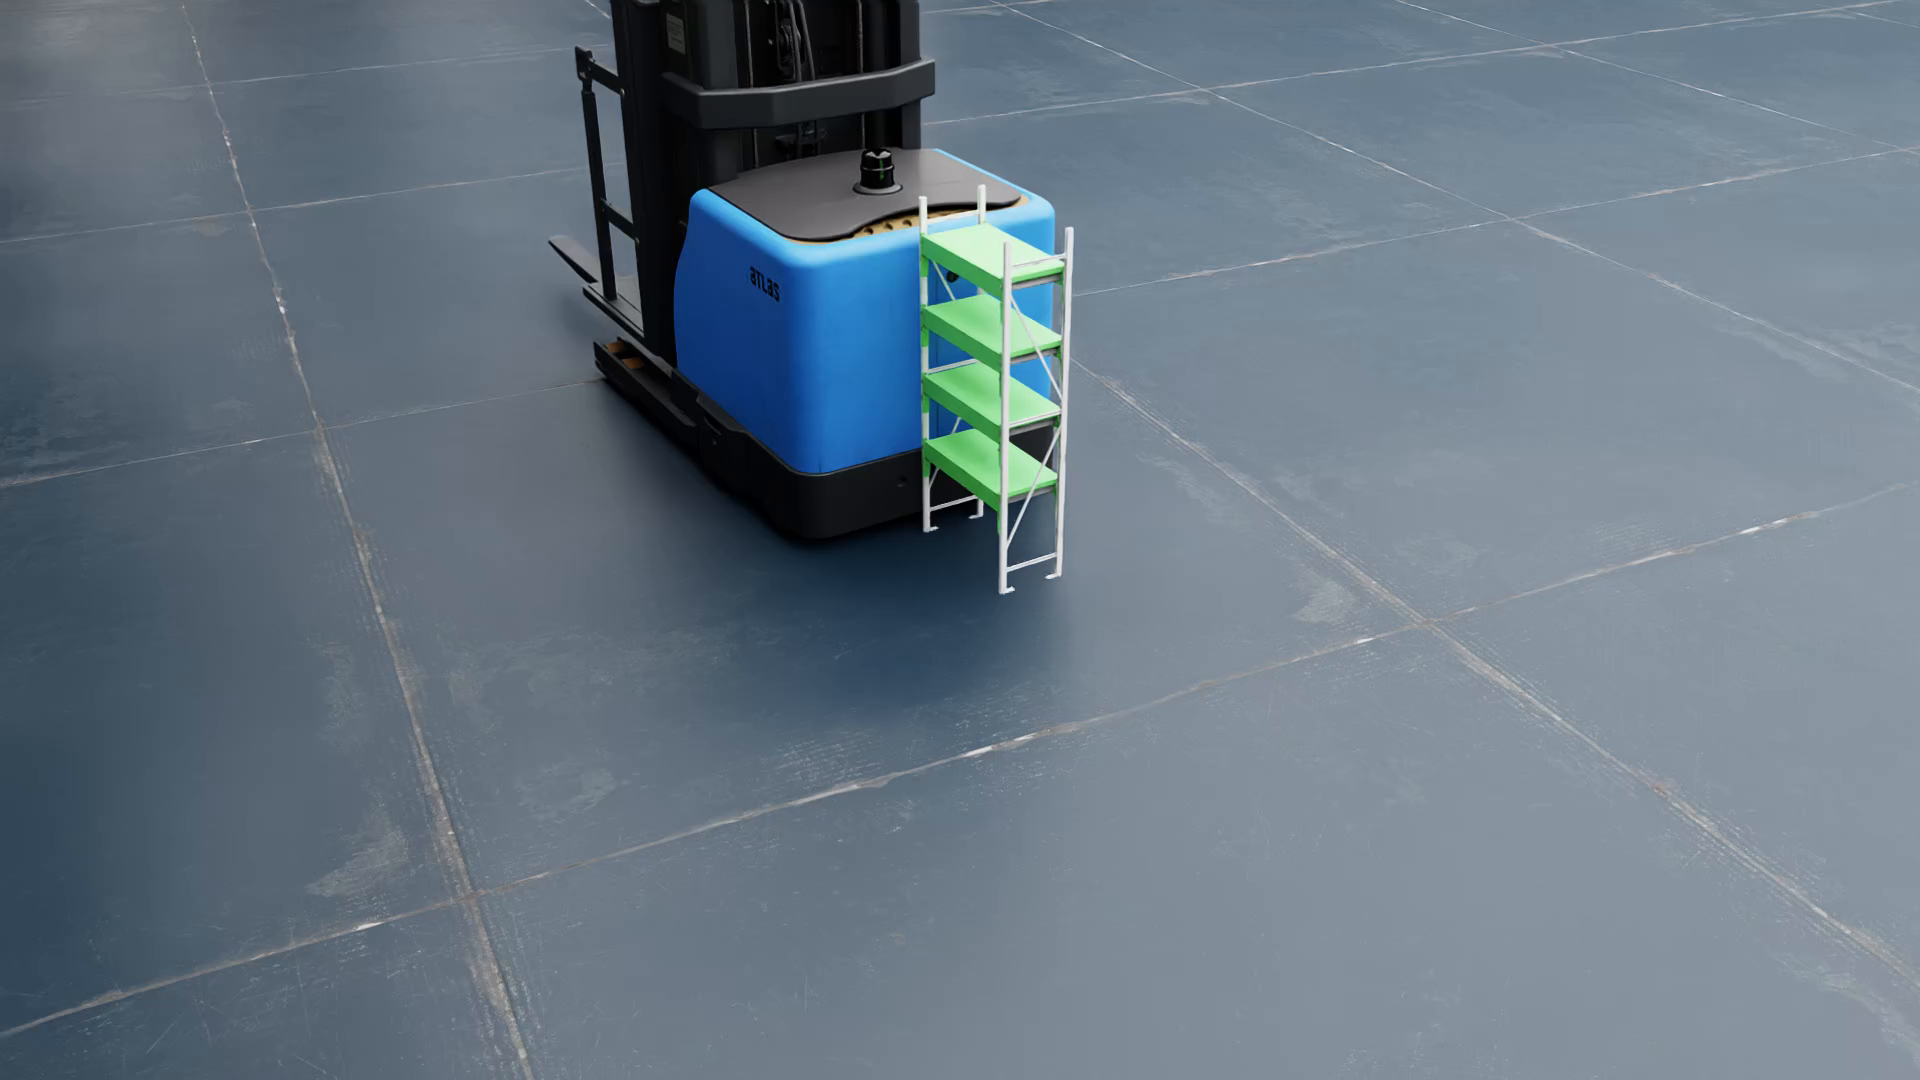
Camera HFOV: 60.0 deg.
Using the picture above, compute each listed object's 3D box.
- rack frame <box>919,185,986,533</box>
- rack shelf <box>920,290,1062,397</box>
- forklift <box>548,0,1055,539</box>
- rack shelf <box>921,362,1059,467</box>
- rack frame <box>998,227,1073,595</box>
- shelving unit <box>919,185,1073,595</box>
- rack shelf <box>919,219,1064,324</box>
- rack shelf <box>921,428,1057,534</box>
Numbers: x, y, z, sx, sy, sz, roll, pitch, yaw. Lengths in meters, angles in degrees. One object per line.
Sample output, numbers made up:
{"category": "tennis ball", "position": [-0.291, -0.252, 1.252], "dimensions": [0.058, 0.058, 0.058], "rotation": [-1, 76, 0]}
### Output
{"category": "rack frame", "position": [-0.024, -0.580, 5.558], "dimensions": [0.240, 1.200, 0.015], "rotation": [-17, 33, -27]}
{"category": "rack shelf", "position": [0.104, -0.632, 5.290], "dimensions": [0.258, 0.148, 0.480], "rotation": [-17, 33, -27]}
{"category": "forklift", "position": [-0.862, -1.965, 6.257], "dimensions": [1.130, 2.935, 3.031], "rotation": [-17, 33, -27]}
{"category": "rack shelf", "position": [0.104, -0.423, 5.408], "dimensions": [0.258, 0.148, 0.480], "rotation": [-17, 33, -27]}
{"category": "rack frame", "position": [0.232, -0.377, 5.195], "dimensions": [0.240, 1.200, 0.015], "rotation": [-17, 33, -27]}
{"category": "shelving unit", "position": [0.104, -0.478, 5.376], "dimensions": [0.258, 1.200, 0.503], "rotation": [-17, 33, -27]}
{"category": "rack shelf", "position": [0.104, -0.841, 5.173], "dimensions": [0.258, 0.148, 0.480], "rotation": [-17, 33, -27]}
{"category": "rack shelf", "position": [0.104, -0.213, 5.525], "dimensions": [0.258, 0.148, 0.480], "rotation": [-17, 33, -27]}
